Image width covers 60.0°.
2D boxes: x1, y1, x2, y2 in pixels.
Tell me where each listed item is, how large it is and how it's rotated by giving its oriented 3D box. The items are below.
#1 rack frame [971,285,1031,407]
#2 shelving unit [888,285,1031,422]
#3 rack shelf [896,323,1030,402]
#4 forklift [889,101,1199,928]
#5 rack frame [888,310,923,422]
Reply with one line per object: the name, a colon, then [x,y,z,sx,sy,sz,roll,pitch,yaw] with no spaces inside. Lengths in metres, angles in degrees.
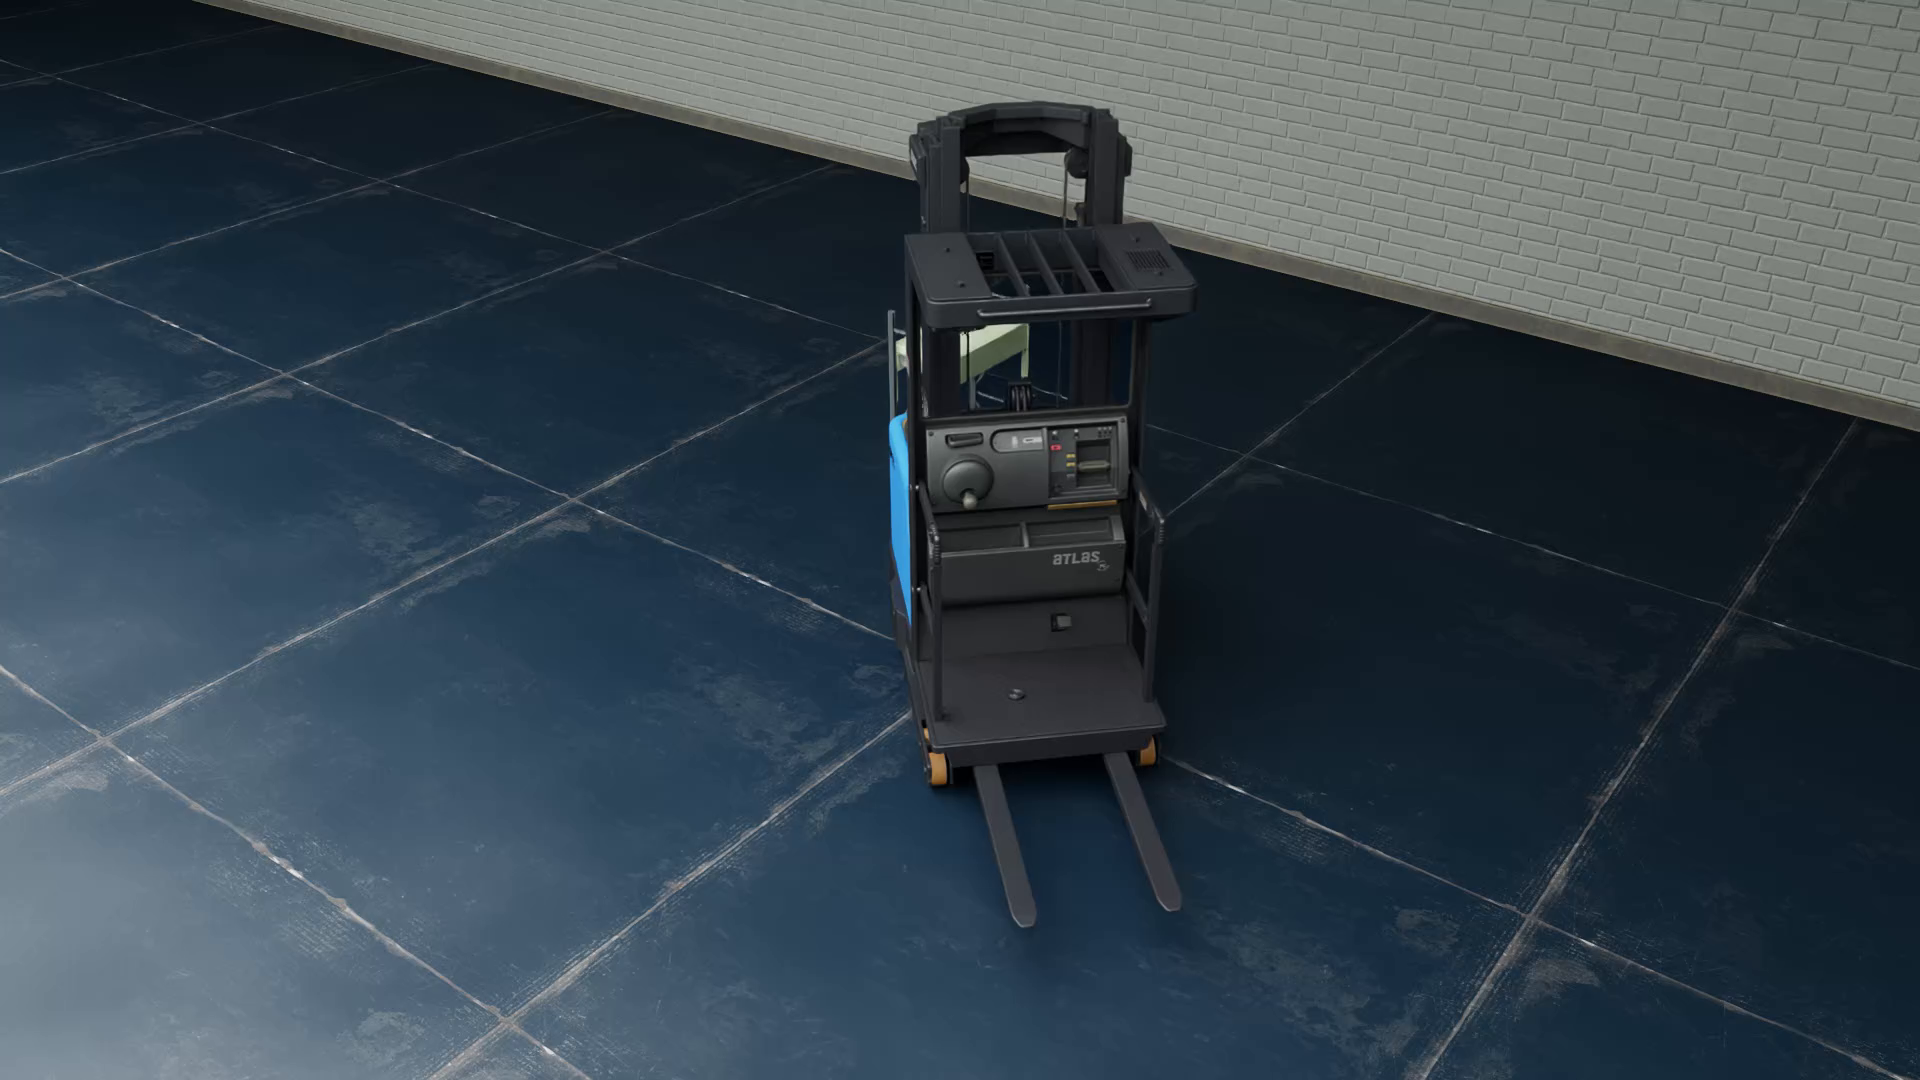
rack frame: [0.229,-0.813,9.651,0.400,1.500,0.023,22,37,32]
shelving unit: [0.004,-0.666,9.403,0.431,1.500,0.755,22,37,32]
rack shelf: [0.004,-1.002,9.204,0.431,0.370,0.720,22,37,32]
forklift: [0.344,-0.301,7.383,1.130,2.935,3.031,-4,31,-7]
rack frame: [-0.222,-0.520,9.156,0.400,1.500,0.023,22,37,32]
